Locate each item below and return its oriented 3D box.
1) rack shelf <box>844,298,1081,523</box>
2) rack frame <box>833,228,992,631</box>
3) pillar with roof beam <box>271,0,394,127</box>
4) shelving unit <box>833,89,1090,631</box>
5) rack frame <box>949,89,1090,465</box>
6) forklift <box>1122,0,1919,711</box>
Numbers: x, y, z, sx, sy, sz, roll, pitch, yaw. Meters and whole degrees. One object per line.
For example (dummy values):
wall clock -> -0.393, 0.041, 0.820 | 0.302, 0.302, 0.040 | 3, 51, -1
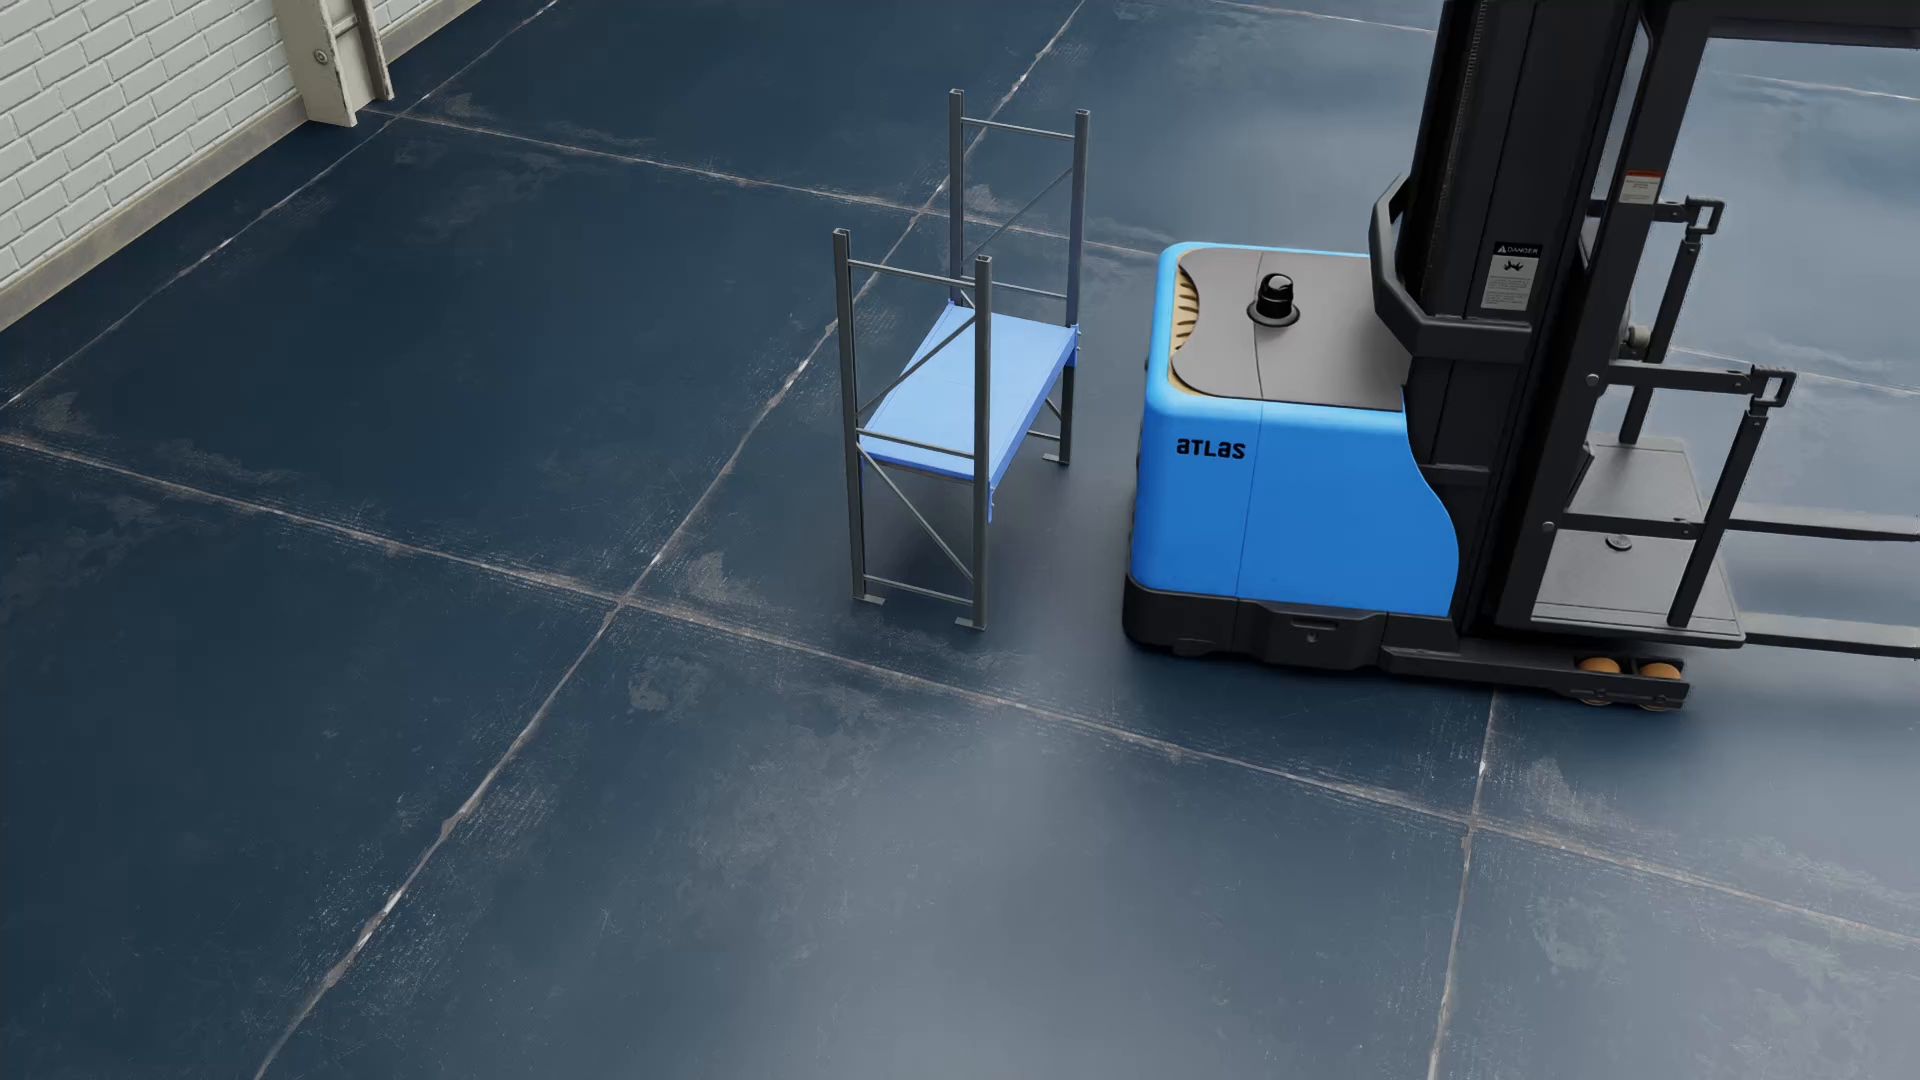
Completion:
rack shelf -> 0.029, -0.486, 5.941 | 0.538, 0.185, 1.000 | 13, 42, 15
rack frame -> -0.145, -0.313, 5.461 | 0.500, 1.500, 0.032 | 13, 42, 15
pillar with roof beam -> 0.743, -4.810, 4.954 | 9.100, 9.000, 0.400 | 13, 42, 15
shelving unit -> 0.029, -0.623, 5.824 | 0.538, 1.500, 1.048 | 13, 42, 15
rack frame -> 0.203, -0.933, 6.188 | 0.500, 1.500, 0.032 | 13, 42, 15
forklift -> 2.124, -0.911, 5.060 | 3.031, 2.935, 1.130 | 5, 41, 6
